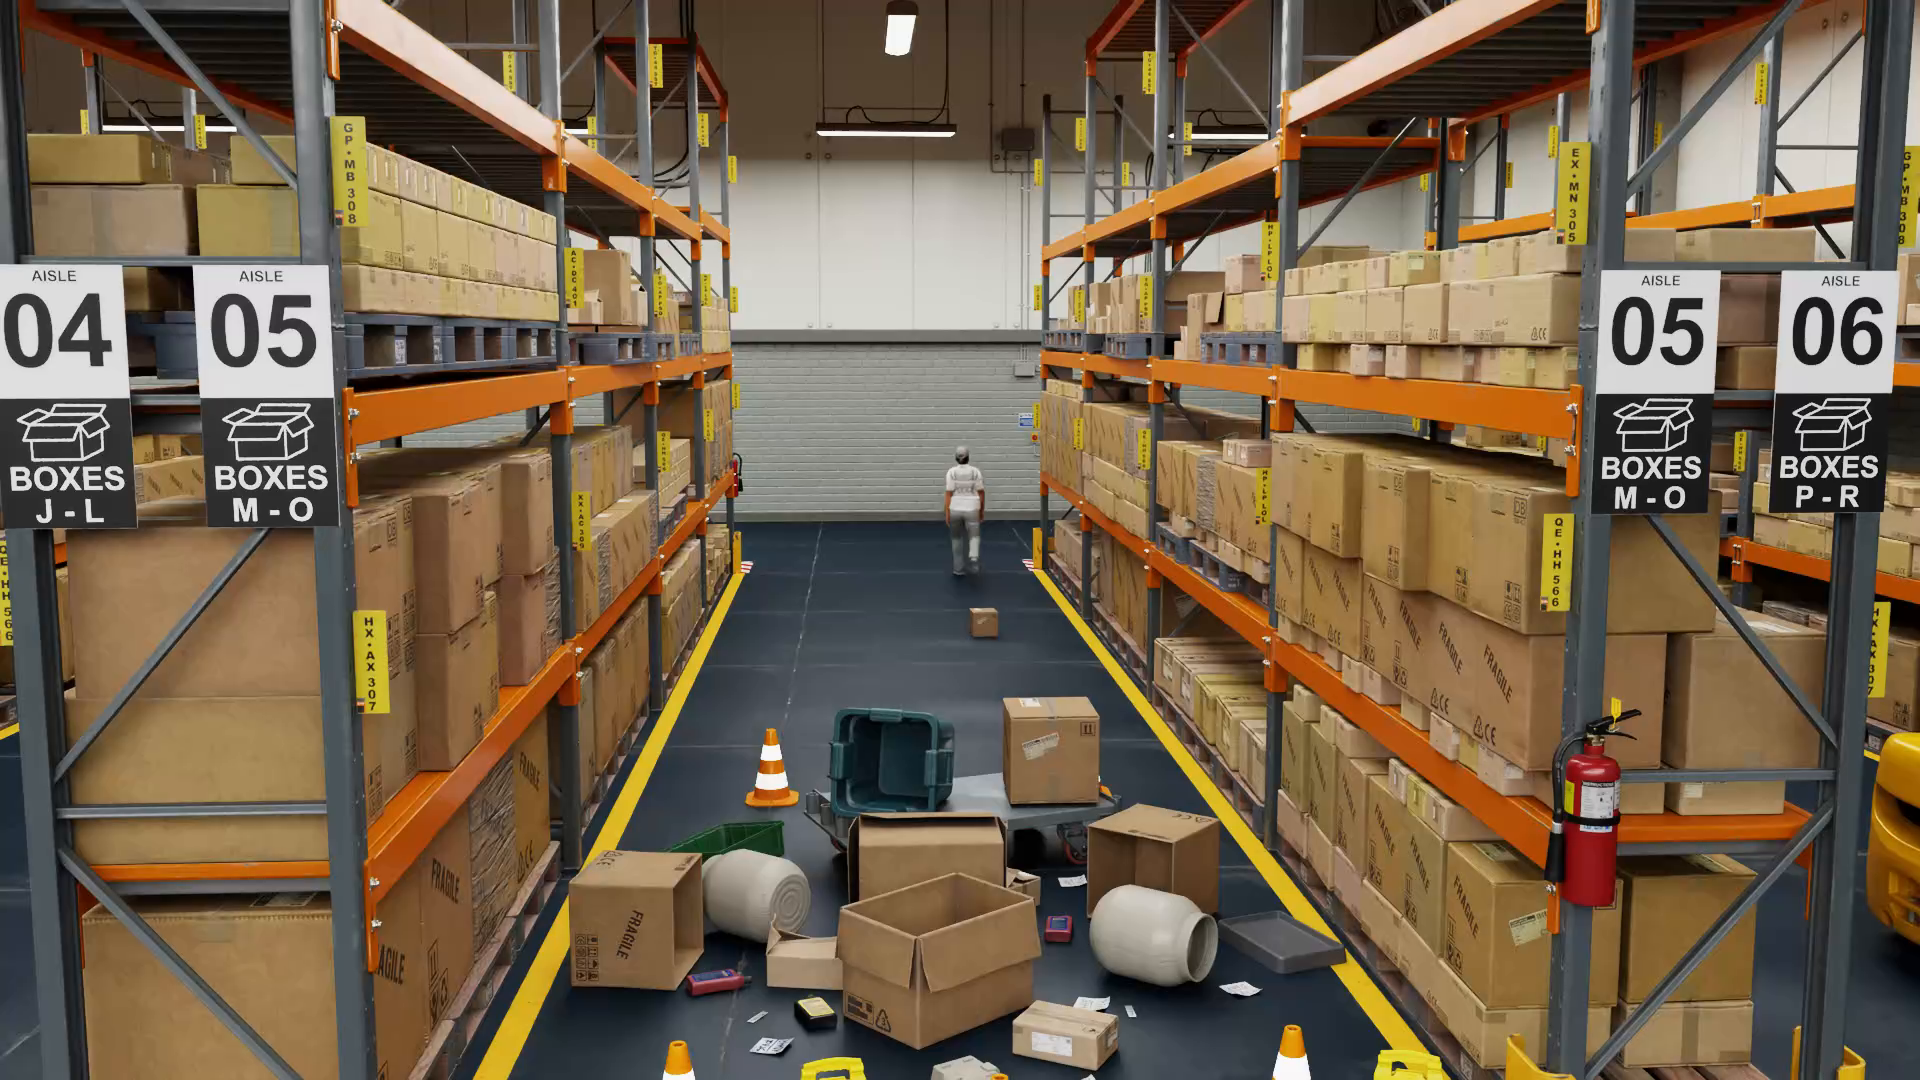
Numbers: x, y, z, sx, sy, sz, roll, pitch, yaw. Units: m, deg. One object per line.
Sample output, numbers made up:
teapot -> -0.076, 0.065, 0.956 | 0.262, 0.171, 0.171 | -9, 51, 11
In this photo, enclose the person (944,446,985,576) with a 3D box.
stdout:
person -> 0.054, -0.348, 20.551 | 0.498, 1.627, 0.828 | 0, 7, 1
